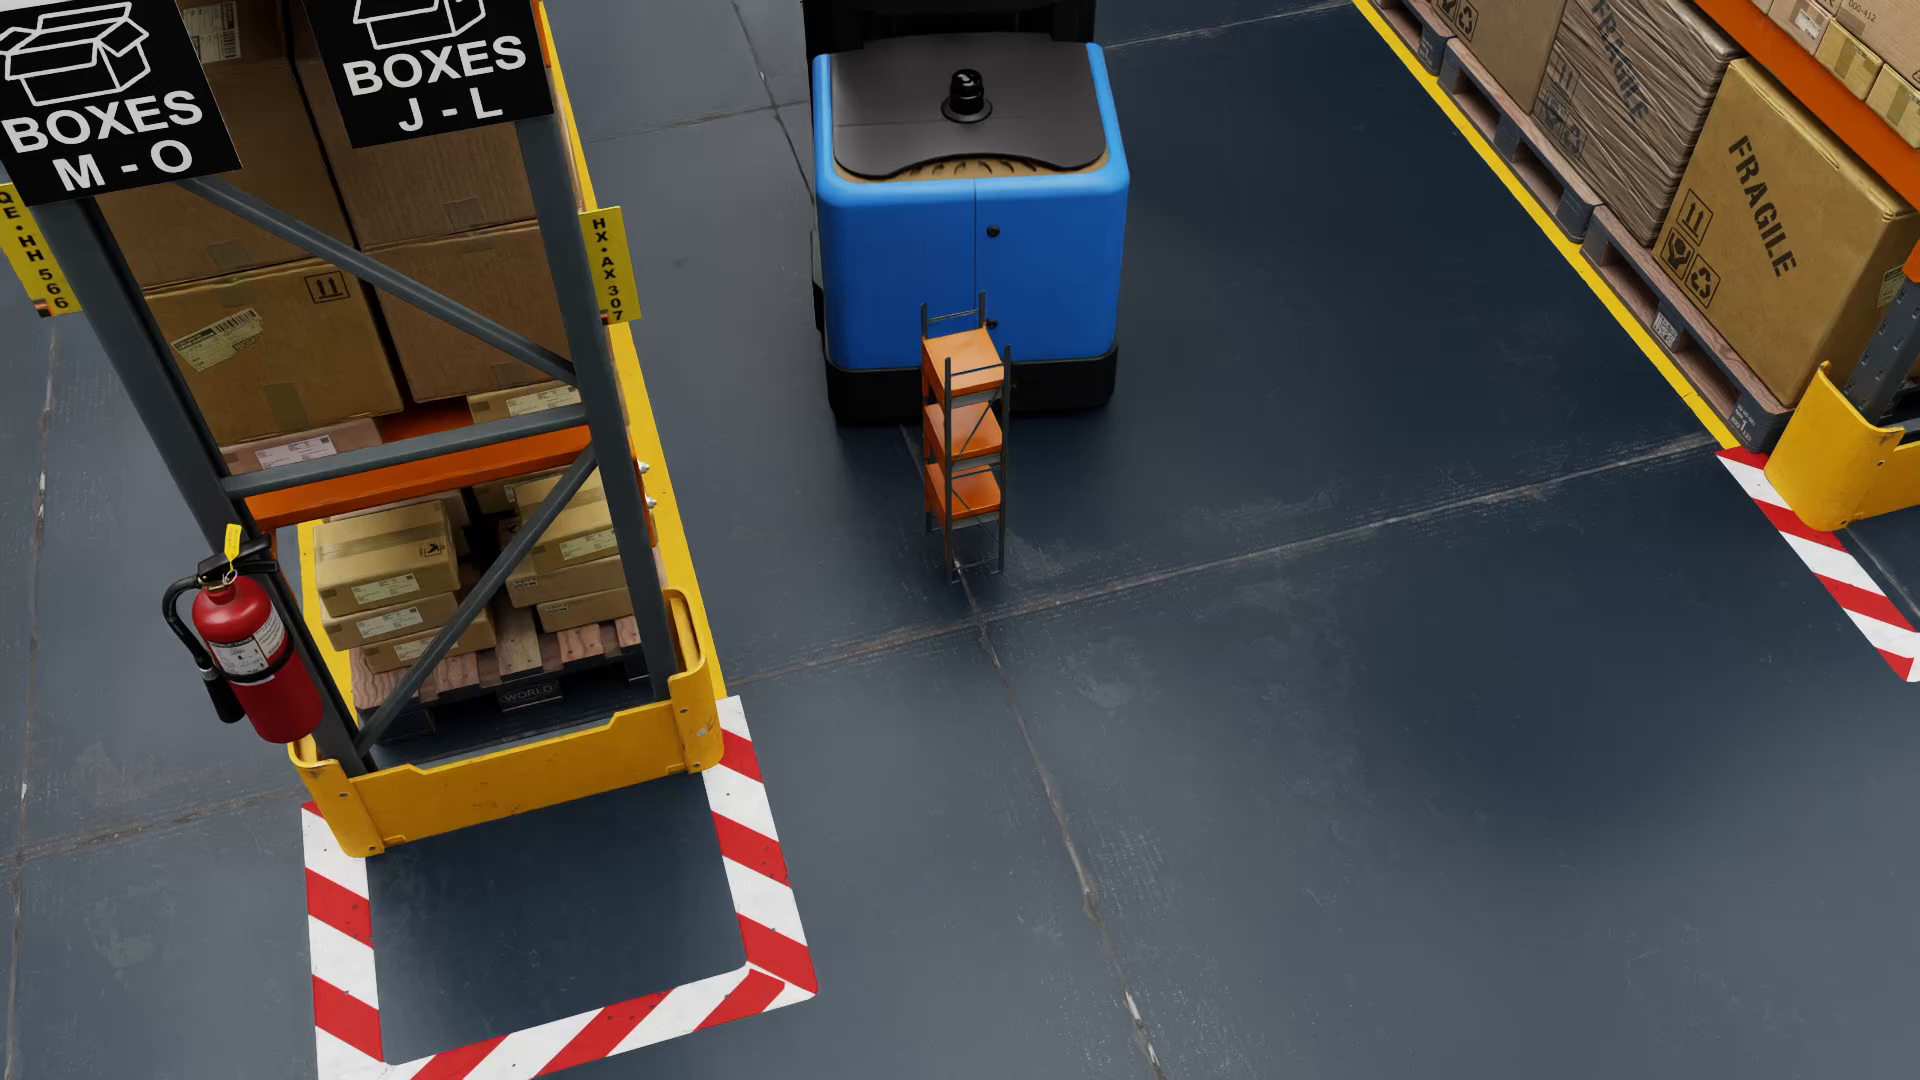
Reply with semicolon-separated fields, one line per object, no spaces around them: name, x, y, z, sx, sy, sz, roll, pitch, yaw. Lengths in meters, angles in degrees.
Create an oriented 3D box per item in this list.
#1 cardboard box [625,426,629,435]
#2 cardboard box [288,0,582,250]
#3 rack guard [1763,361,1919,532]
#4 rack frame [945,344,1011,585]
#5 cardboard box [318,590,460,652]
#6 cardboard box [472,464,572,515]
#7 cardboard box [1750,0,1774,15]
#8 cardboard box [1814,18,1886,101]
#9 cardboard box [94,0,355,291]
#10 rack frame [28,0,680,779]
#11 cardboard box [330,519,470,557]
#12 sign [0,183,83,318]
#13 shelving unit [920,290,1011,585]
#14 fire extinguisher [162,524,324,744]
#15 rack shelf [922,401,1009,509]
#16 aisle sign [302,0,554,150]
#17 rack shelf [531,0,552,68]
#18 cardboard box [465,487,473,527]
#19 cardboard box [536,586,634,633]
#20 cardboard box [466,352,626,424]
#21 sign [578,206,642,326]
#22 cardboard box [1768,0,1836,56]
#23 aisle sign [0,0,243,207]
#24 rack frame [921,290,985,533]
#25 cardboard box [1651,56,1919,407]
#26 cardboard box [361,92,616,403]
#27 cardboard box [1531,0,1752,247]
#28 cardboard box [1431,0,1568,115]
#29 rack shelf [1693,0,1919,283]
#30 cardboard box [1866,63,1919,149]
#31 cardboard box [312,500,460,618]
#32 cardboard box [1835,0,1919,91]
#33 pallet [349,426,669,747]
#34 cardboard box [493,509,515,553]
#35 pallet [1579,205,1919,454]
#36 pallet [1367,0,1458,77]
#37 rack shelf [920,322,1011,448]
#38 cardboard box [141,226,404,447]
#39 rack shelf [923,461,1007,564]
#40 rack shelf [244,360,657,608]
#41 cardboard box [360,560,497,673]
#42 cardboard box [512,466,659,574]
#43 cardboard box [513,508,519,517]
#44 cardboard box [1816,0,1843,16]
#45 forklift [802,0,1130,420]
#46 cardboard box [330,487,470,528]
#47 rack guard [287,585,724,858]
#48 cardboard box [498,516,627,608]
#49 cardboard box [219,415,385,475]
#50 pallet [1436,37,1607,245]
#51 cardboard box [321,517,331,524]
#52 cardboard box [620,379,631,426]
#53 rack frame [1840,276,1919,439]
cardboard box;-1.362;-0.445;5.753;0.380;0.149;0.250;-13;51;-11
cardboard box;-1.185;-1.048;3.757;0.500;0.500;0.500;-14;51;-11
rack guard;3.469;-0.434;5.789;1.175;0.500;0.348;-13;51;-11
rack frame;0.052;-0.210;5.241;0.200;1.050;0.008;-13;51;-11
cardboard box;-1.735;0.157;5.051;0.380;0.149;0.250;-15;51;-12
cardboard box;-1.333;-0.251;5.201;0.380;0.149;0.250;-12;51;-10
cardboard box;2.817;-1.918;5.569;0.380;0.149;0.250;-13;51;-10
cardboard box;2.963;-1.551;5.260;0.380;0.149;0.250;-13;51;-11
cardboard box;-1.679;-0.938;3.665;0.500;0.500;0.500;-14;51;-12
rack frame;-1.306;-0.209;3.964;1.000;3.000;0.127;-13;51;-11
cardboard box;-1.761;-0.046;5.222;0.380;0.149;0.250;-14;51;-12
sign;-1.842;-0.573;3.307;0.100;0.325;0.005;-13;51;-11
shelving unit;0.016;-0.299;5.316;0.215;1.050;0.252;-13;51;-11
fire extinguisher;-1.673;0.224;3.894;0.296;0.674;0.183;-13;51;-11
rack shelf;0.016;-0.292;5.324;0.215;0.259;0.240;-13;51;-11
aisle sign;-0.998;-1.062;2.983;0.394;0.787;0.004;-13;51;-11
rack shelf;-1.898;-2.405;4.324;1.077;0.370;4.000;-13;51;-11
cardboard box;-1.830;-0.140;5.496;0.380;0.149;0.250;-14;51;-11
cardboard box;-1.155;0.119;5.278;0.380;0.149;0.250;-12;51;-10
cardboard box;-1.089;-0.439;4.322;0.380;0.149;0.250;-14;51;-11
sign;-0.788;-0.611;3.737;0.100;0.325;0.005;-13;51;-11
cardboard box;2.890;-1.736;5.415;0.380;0.149;0.250;-13;51;-11
aisle sign;-1.571;-0.926;2.868;0.394;0.787;0.004;-13;51;-11
rack frame;-0.020;-0.388;5.391;0.200;1.050;0.008;-13;51;-11
cardboard box;3.196;-1.157;5.878;0.875;0.875;0.875;-13;51;-11
cardboard box;-1.175;-0.728;4.142;0.500;0.500;0.500;-11;51;-9
cardboard box;2.927;-1.821;6.439;0.875;0.875;0.875;-13;51;-11
cardboard box;2.664;-2.471;6.987;0.875;0.875;0.875;-13;51;-11
rack shelf;2.870;-2.486;6.354;1.077;0.370;4.000;-13;51;-11
cardboard box;3.042;-1.362;5.100;0.380;0.149;0.250;-12;51;-10
cardboard box;-1.705;0.053;4.944;0.380;0.149;0.250;-13;51;-11
cardboard box;3.065;-1.598;5.039;0.500;0.250;0.500;-14;51;-12
pallet;-1.535;0.033;5.584;1.003;0.211;1.213;-13;51;-11
cardboard box;-1.311;-0.053;5.423;0.380;0.149;0.250;-13;51;-11
pallet;3.150;-0.924;6.391;1.003;0.211;1.213;-13;51;-11
pallet;2.429;-2.706;7.894;1.003;0.211;1.213;-13;51;-11
rack shelf;0.016;-0.475;5.107;0.215;0.259;0.240;-13;51;-11
cardboard box;-1.685;-0.607;4.040;0.500;0.500;0.500;-12;51;-10
rack shelf;0.016;-0.113;5.536;0.215;0.259;0.240;-13;51;-11
rack shelf;-1.898;-1.438;5.471;1.077;0.370;4.000;-13;51;-11
cardboard box;-1.661;0.237;5.178;0.380;0.149;0.250;-13;51;-10
cardboard box;-1.137;-0.077;5.054;0.380;0.149;0.250;-15;52;-13
cardboard box;-1.243;-0.175;5.331;0.380;0.149;0.250;-14;51;-11
cardboard box;2.915;-1.969;5.352;0.500;0.250;0.500;-14;51;-12
forklift;-0.058;-2.512;5.951;1.130;2.935;3.031;-3;50;-3
cardboard box;-1.724;-0.143;5.110;0.380;0.149;0.250;-12;51;-10
rack guard;-1.329;0.541;4.967;1.175;0.500;0.348;-13;51;-11
cardboard box;-1.216;0.038;5.152;0.380;0.149;0.250;-11;51;-9
cardboard box;-1.673;-0.302;4.207;0.380;0.149;0.250;-13;51;-11
pallet;2.793;-1.814;7.141;1.003;0.211;1.213;-13;51;-11
cardboard box;-1.890;-0.222;5.370;0.380;0.149;0.250;-15;52;-12
cardboard box;-1.285;-0.464;5.380;0.380;0.149;0.250;-13;51;-11
rack frame;3.462;-1.257;4.848;1.000;3.000;0.127;-13;51;-11
